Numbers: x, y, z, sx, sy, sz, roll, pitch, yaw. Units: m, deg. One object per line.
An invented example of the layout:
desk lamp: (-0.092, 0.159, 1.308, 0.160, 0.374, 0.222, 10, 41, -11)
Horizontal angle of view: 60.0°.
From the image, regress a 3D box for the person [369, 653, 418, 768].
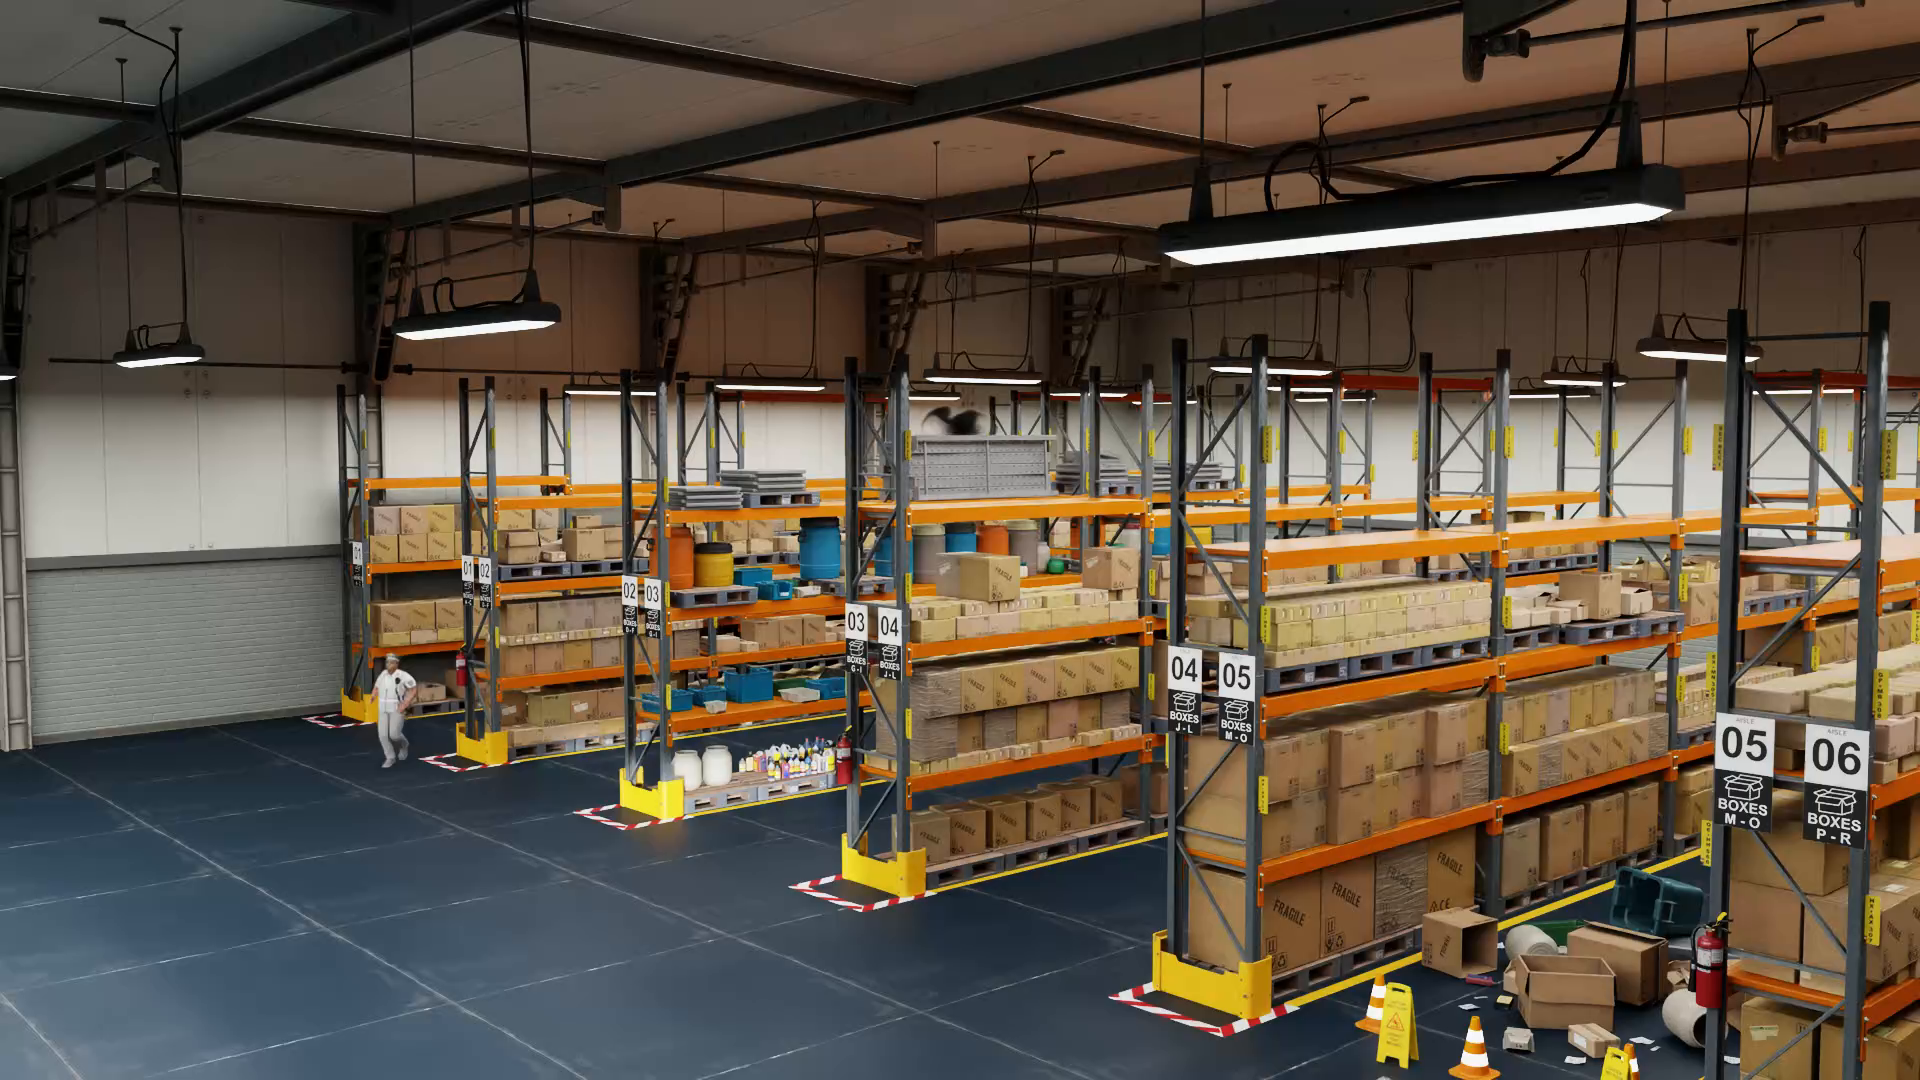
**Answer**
person: (-8.792, 2.619, 25.737, 0.688, 1.759, 0.637, 1, 4, 13)
